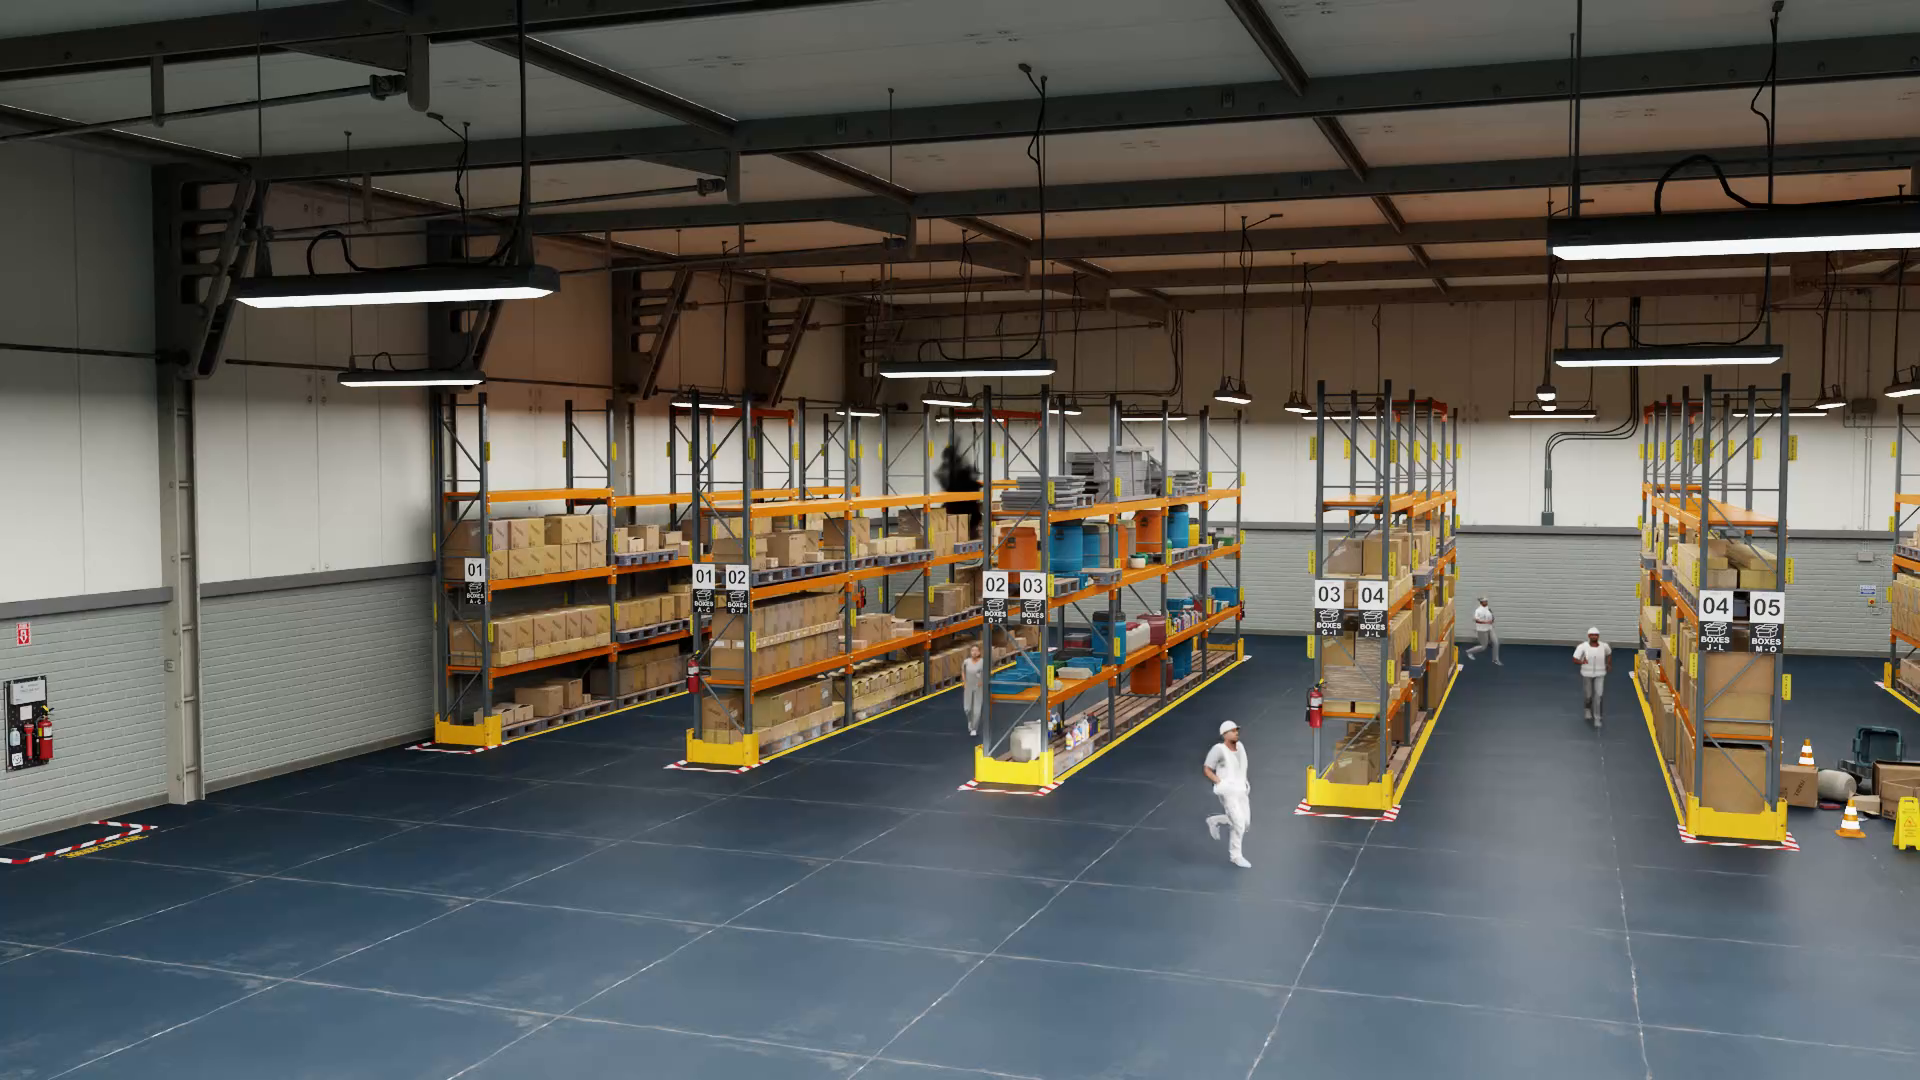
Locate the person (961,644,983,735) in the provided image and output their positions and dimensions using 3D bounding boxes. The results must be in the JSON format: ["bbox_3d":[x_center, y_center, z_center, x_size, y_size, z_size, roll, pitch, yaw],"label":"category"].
[{"bbox_3d":[0.262,2.642,29.223,0.509,1.611,0.549,0,3,5],"label":"person"}]

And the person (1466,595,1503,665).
[{"bbox_3d":[12.312,2.122,39.126,0.607,1.667,0.800,-3,4,-42],"label":"person"}]

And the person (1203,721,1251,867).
[{"bbox_3d":[3.260,3.067,20.295,0.714,1.736,0.702,3,4,45],"label":"person"}]

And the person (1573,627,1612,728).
[{"bbox_3d":[11.541,2.477,30.322,0.695,1.771,0.962,1,3,15],"label":"person"}]
